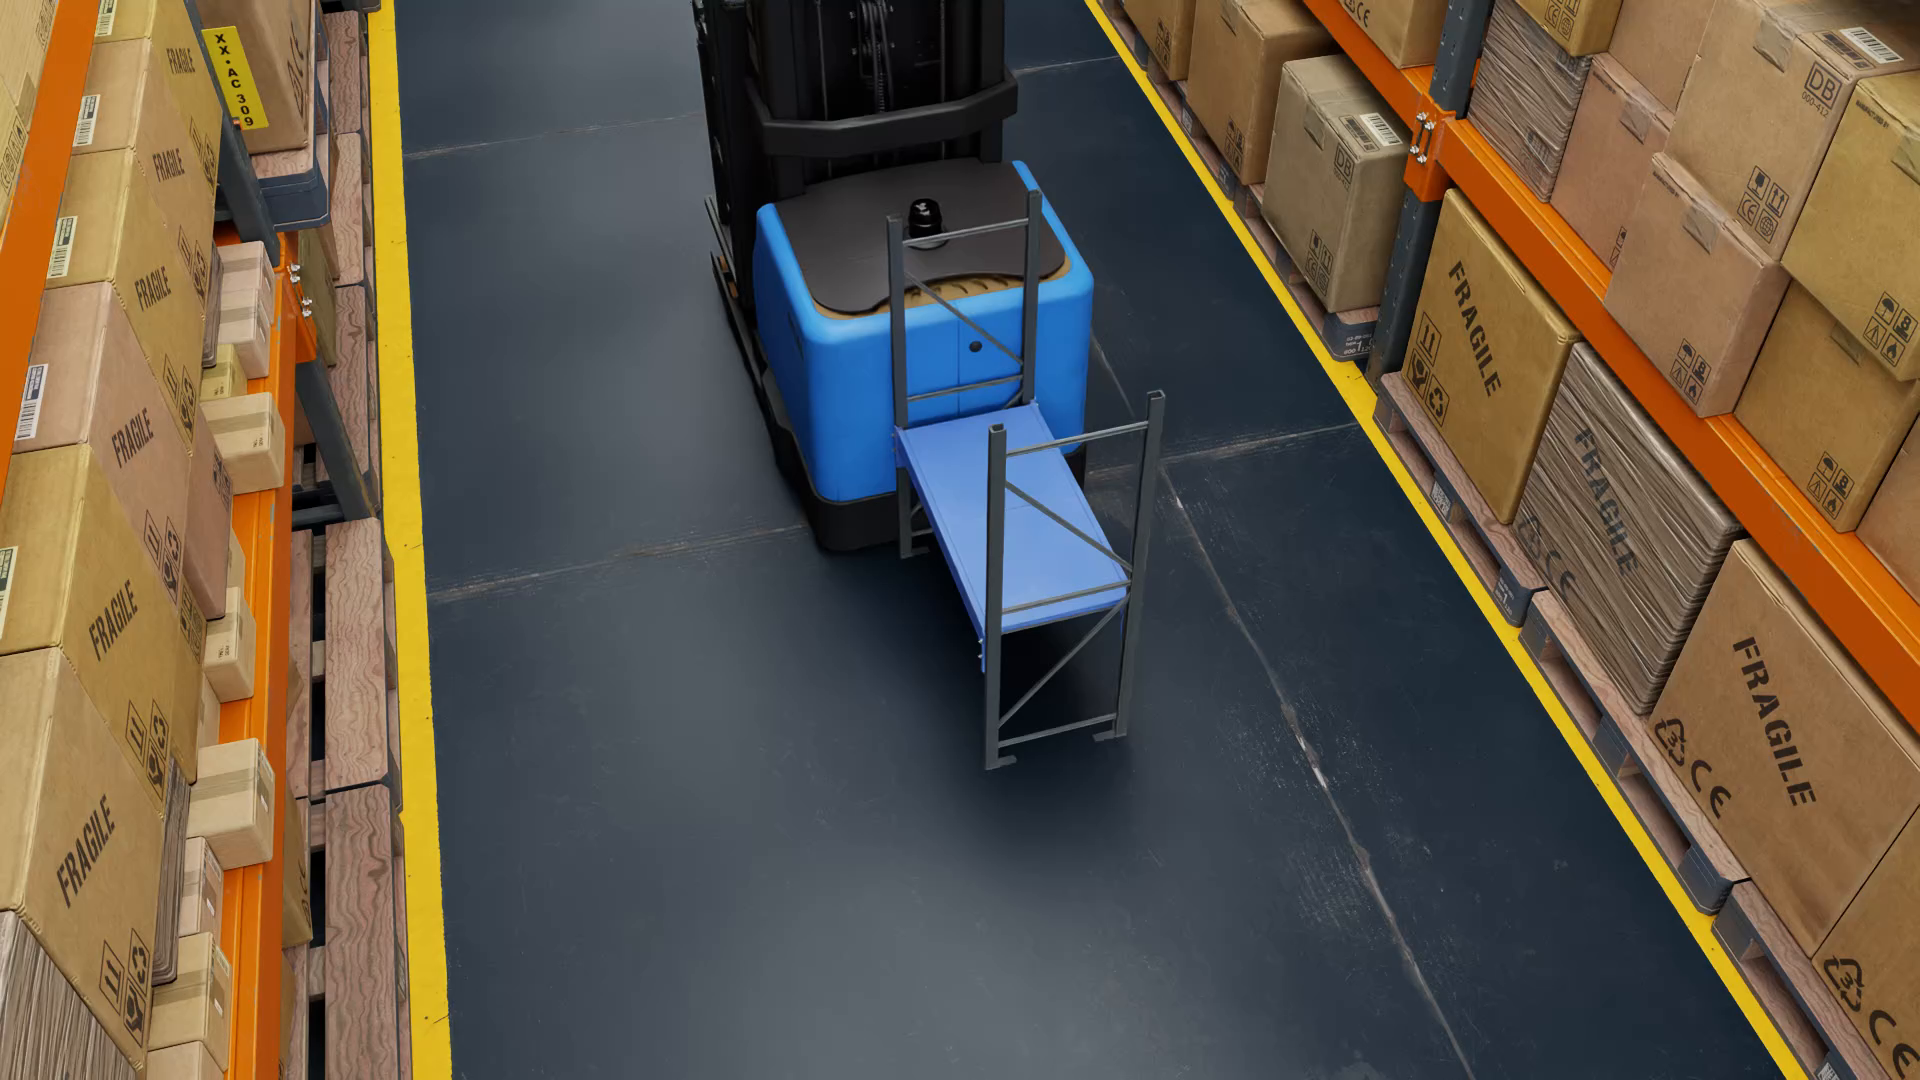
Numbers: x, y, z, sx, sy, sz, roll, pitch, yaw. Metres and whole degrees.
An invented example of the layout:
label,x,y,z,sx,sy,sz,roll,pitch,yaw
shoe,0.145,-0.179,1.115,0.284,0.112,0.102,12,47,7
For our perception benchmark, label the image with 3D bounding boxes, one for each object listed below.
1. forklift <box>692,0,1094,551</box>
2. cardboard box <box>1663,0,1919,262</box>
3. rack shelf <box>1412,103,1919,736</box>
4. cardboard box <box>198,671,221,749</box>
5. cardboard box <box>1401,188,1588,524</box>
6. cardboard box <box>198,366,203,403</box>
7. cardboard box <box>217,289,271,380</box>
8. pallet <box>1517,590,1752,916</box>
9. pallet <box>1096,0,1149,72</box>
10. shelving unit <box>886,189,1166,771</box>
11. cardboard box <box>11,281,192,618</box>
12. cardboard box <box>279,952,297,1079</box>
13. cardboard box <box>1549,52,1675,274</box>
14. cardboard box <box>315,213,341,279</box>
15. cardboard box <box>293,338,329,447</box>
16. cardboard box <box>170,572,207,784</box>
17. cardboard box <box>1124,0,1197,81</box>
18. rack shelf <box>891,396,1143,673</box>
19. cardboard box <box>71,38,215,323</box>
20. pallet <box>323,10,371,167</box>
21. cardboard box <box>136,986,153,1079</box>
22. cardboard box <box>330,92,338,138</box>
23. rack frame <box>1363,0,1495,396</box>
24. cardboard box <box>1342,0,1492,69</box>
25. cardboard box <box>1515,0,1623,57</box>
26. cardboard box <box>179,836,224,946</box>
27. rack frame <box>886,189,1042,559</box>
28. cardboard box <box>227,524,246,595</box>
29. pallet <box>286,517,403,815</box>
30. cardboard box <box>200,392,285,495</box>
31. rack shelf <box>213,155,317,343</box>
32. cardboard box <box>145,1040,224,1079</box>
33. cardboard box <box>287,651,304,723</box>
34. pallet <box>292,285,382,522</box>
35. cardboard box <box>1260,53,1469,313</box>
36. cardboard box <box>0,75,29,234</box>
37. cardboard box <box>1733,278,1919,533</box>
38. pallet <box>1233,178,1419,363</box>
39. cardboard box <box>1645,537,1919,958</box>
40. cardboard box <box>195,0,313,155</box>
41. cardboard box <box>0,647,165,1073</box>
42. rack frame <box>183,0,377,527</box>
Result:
label,x,y,z,sx,sy,sz,roll,pitch,yaw
forklift,-0.452,-2.060,6.216,1.130,2.935,3.031,-13,47,-12
cardboard box,2.497,-1.189,4.454,0.875,0.550,0.550,-11,47,-10
rack shelf,2.689,-0.143,4.794,1.077,0.370,4.000,-11,47,-10
cardboard box,-1.945,0.469,3.866,0.380,0.149,0.250,-11,47,-10
cardboard box,2.270,-0.732,6.061,0.875,0.875,0.875,-10,46,-10
cardboard box,-2.494,-0.404,4.267,0.875,0.500,0.500,-11,47,-10
cardboard box,-2.250,-0.582,4.896,0.380,0.149,0.250,-11,47,-10
pallet,2.612,0.584,5.530,1.003,0.211,1.213,-11,47,-10
pallet,1.282,-3.003,9.045,1.003,0.211,1.213,-11,47,-10
shelving unit,0.167,-0.171,5.367,0.538,1.500,1.048,-13,47,-12
cardboard box,-1.881,-0.131,3.300,0.500,0.500,0.500,-11,47,-10
cardboard box,-2.091,1.275,4.357,0.500,0.500,0.500,-7,46,-7
cardboard box,2.446,-1.200,5.221,0.875,0.550,0.550,-11,47,-10
cardboard box,-3.028,-1.364,6.929,0.700,0.500,0.500,-14,47,-14
cardboard box,-2.780,-0.645,6.224,0.700,0.500,0.500,-14,47,-13
cardboard box,-2.181,0.276,3.601,0.875,0.500,0.500,-11,47,-10
cardboard box,1.449,-2.857,8.231,1.050,0.750,0.750,-10,46,-10
rack shelf,0.167,-0.045,5.496,0.538,0.185,1.000,-13,47,-12
cardboard box,-2.133,-0.822,3.977,0.500,0.500,0.500,-11,47,-10
pallet,-3.469,-2.184,8.243,1.003,0.211,1.213,-11,47,-10
cardboard box,-1.978,0.976,2.915,0.875,0.500,0.500,-11,47,-10
cardboard box,-3.322,-2.140,7.689,0.700,0.500,0.500,-14,47,-14
rack frame,2.177,-1.776,5.890,1.000,3.000,0.127,-11,47,-10
cardboard box,1.785,-2.122,6.159,0.500,0.500,0.500,-11,47,-11
cardboard box,2.238,-1.945,5.195,0.875,0.550,0.550,-11,47,-10
cardboard box,-1.789,0.809,3.533,0.380,0.149,0.250,-11,47,-10
rack frame,0.015,-0.517,5.707,0.500,1.500,0.032,-13,47,-12
cardboard box,-2.032,0.116,4.212,0.380,0.149,0.250,-11,47,-10
pallet,-2.437,0.495,5.617,1.003,0.211,1.213,-11,47,-10
cardboard box,-2.072,-0.246,4.567,0.380,0.149,0.250,-11,47,-10
rack shelf,-3.156,-2.068,6.680,1.077,0.370,4.000,-11,47,-10
cardboard box,-1.641,1.150,3.198,0.380,0.149,0.250,-11,47,-10
cardboard box,-2.426,0.467,5.148,0.500,0.500,0.500,3,46,2
pallet,-2.844,-0.500,6.592,1.003,0.211,1.213,-11,47,-10
cardboard box,1.931,-1.547,6.947,1.050,0.750,0.750,-11,47,-11
cardboard box,-1.892,-0.610,2.753,0.500,0.250,0.500,-9,46,-9
cardboard box,2.703,-0.458,4.494,0.875,0.550,0.500,-11,47,-10
pallet,1.907,-1.319,7.394,1.003,0.211,1.213,-11,47,-10
cardboard box,2.736,0.519,4.834,0.875,0.875,0.875,-11,47,-11
cardboard box,-2.712,-1.870,5.268,1.000,1.000,1.000,-10,46,-10
cardboard box,-1.618,0.558,2.625,0.500,0.500,0.500,-11,47,-10
rack frame,-2.644,-0.939,5.070,1.000,3.000,0.127,-11,47,-10
